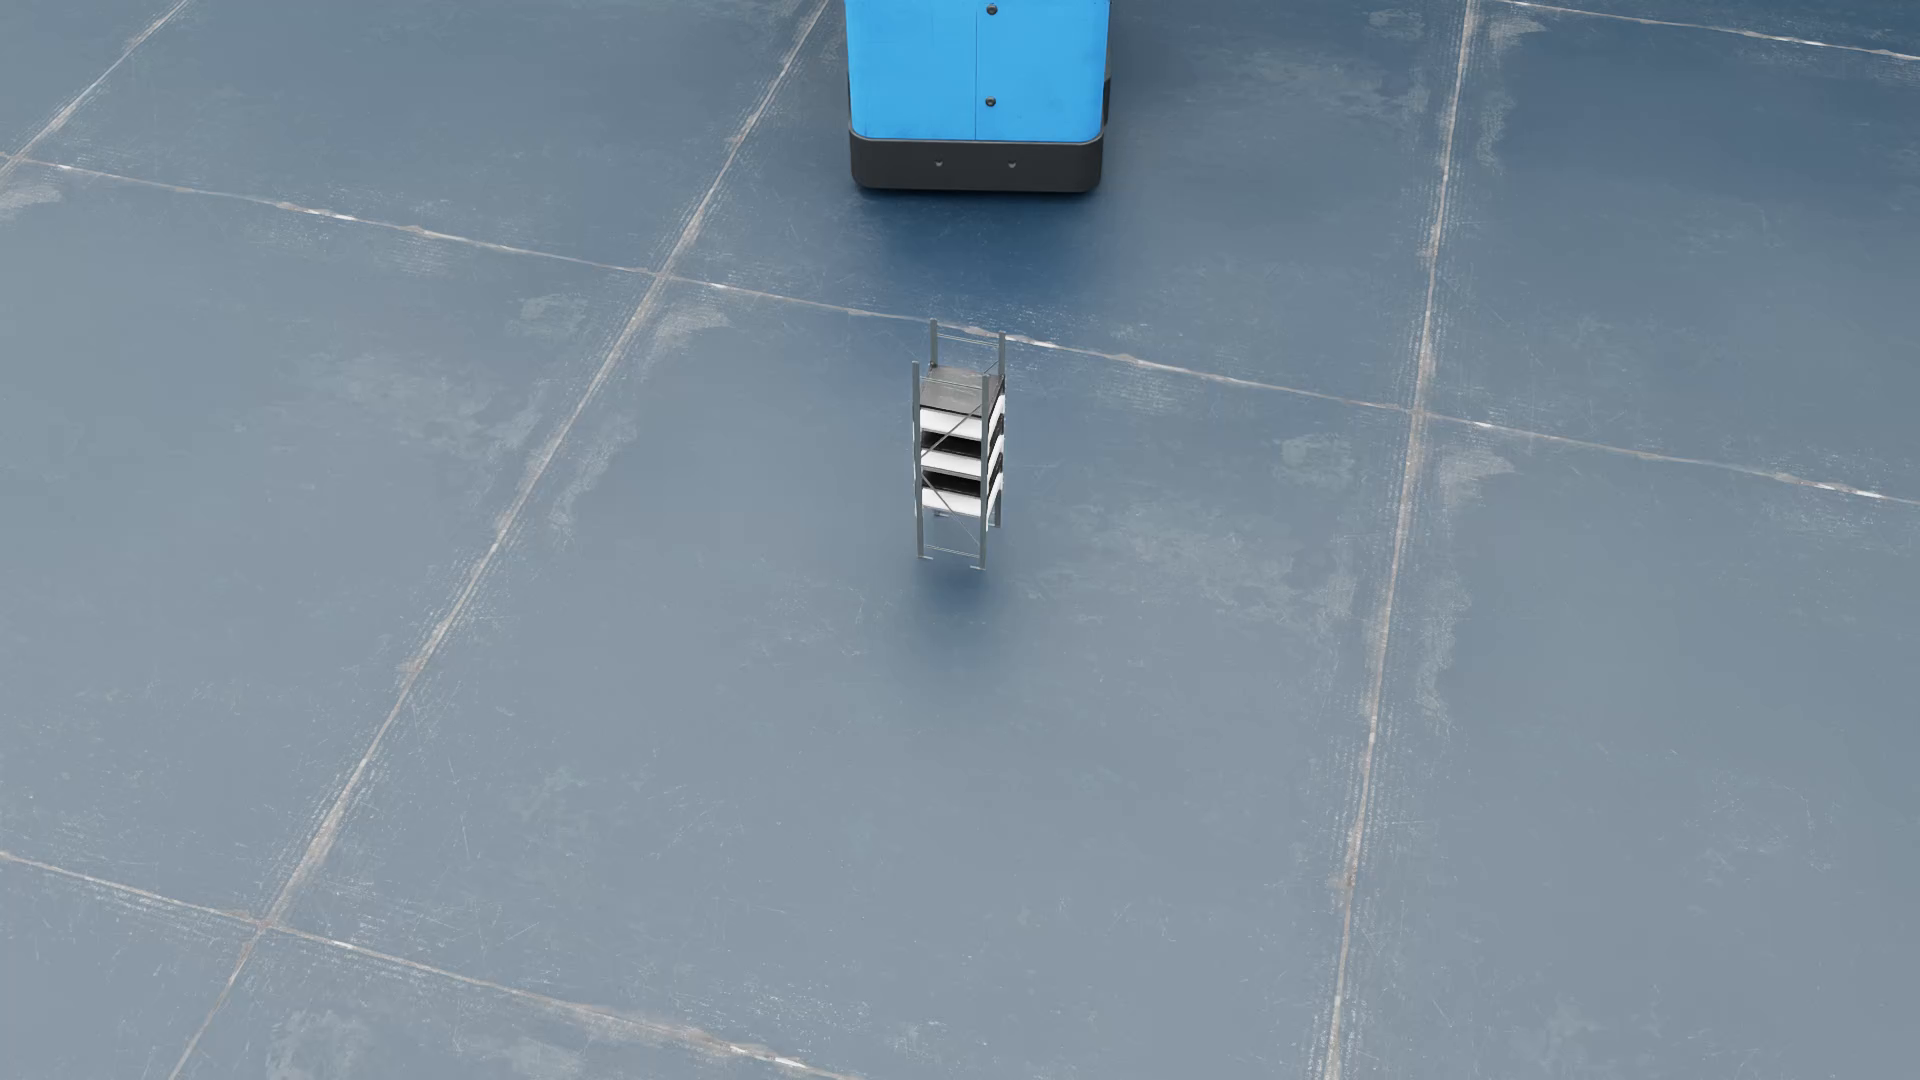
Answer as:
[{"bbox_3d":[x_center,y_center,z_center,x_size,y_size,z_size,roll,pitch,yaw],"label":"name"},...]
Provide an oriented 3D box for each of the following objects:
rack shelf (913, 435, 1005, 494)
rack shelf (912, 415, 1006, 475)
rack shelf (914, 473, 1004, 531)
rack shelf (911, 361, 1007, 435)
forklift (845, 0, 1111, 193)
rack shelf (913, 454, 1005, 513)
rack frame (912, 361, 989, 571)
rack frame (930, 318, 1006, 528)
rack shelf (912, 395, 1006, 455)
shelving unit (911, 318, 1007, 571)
[{"bbox_3d":[-0.002,-0.270,5.432,0.258,0.077,0.200,12,50,10],"label":"rack shelf"},{"bbox_3d":[-0.002,-0.329,5.365,0.258,0.077,0.200,12,50,10],"label":"rack shelf"},{"bbox_3d":[-0.002,-0.151,5.567,0.258,0.077,0.200,12,50,10],"label":"rack shelf"},{"bbox_3d":[-0.002,-0.449,5.230,0.258,0.077,0.200,12,50,10],"label":"rack shelf"},{"bbox_3d":[0.114,-3.515,6.898,1.130,2.935,3.031,1,49,1],"label":"forklift"},{"bbox_3d":[-0.002,-0.210,5.500,0.258,0.077,0.200,12,50,10],"label":"rack shelf"},{"bbox_3d":[-0.029,-0.218,5.343,0.240,0.900,0.006,12,50,10],"label":"rack frame"},{"bbox_3d":[0.025,-0.365,5.472,0.240,0.900,0.006,12,50,10],"label":"rack frame"},{"bbox_3d":[-0.002,-0.389,5.297,0.258,0.077,0.200,12,50,10],"label":"rack shelf"},{"bbox_3d":[-0.002,-0.292,5.407,0.258,0.900,0.210,12,50,10],"label":"shelving unit"}]
